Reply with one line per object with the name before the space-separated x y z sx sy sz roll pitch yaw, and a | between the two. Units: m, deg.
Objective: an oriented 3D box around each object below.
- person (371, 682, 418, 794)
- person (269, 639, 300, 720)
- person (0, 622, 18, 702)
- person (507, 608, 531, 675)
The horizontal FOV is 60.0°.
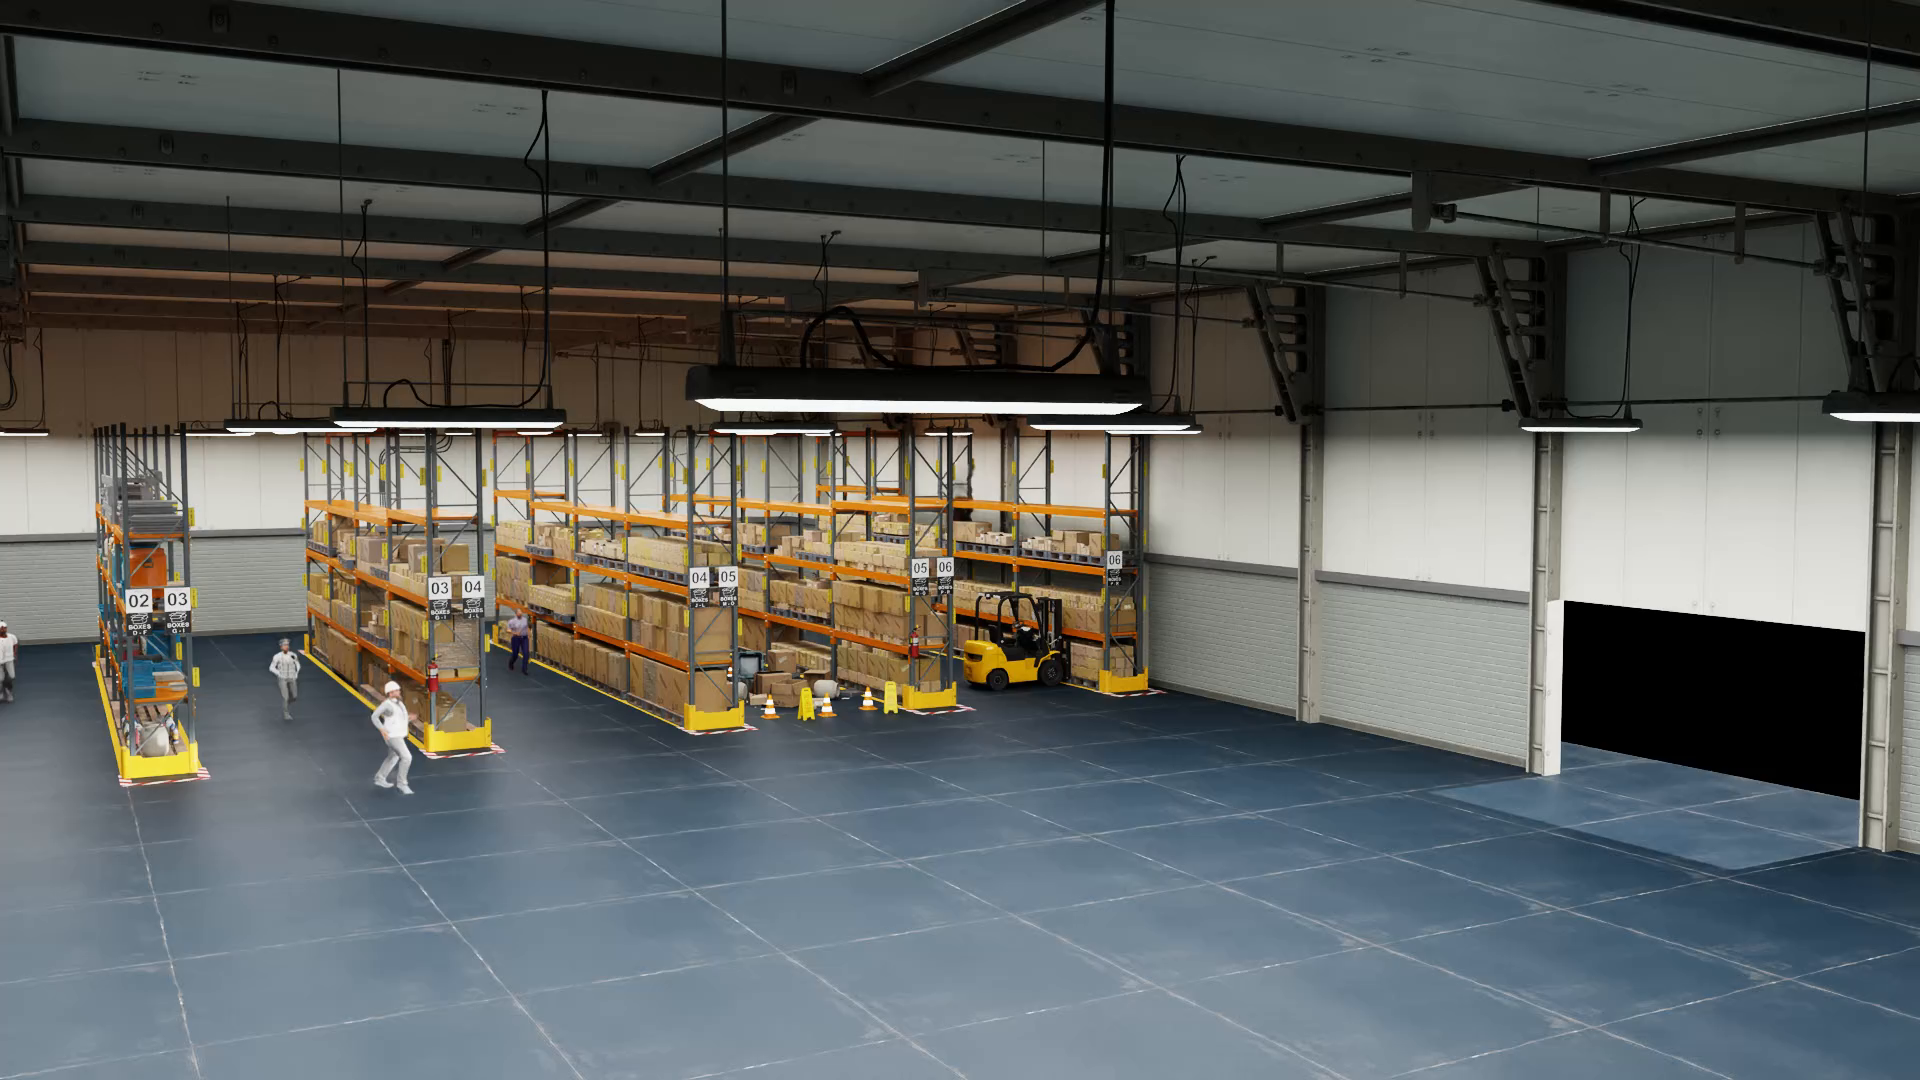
person | -9.157 3.207 26.938 0.764 1.831 0.630 0 3 1
person | -13.789 2.836 34.032 0.612 1.648 0.555 -3 4 -38
person | -20.814 2.664 36.192 0.647 1.778 0.717 -3 4 -39
person | -10.749 2.466 40.591 0.620 1.598 0.777 -3 4 -36
